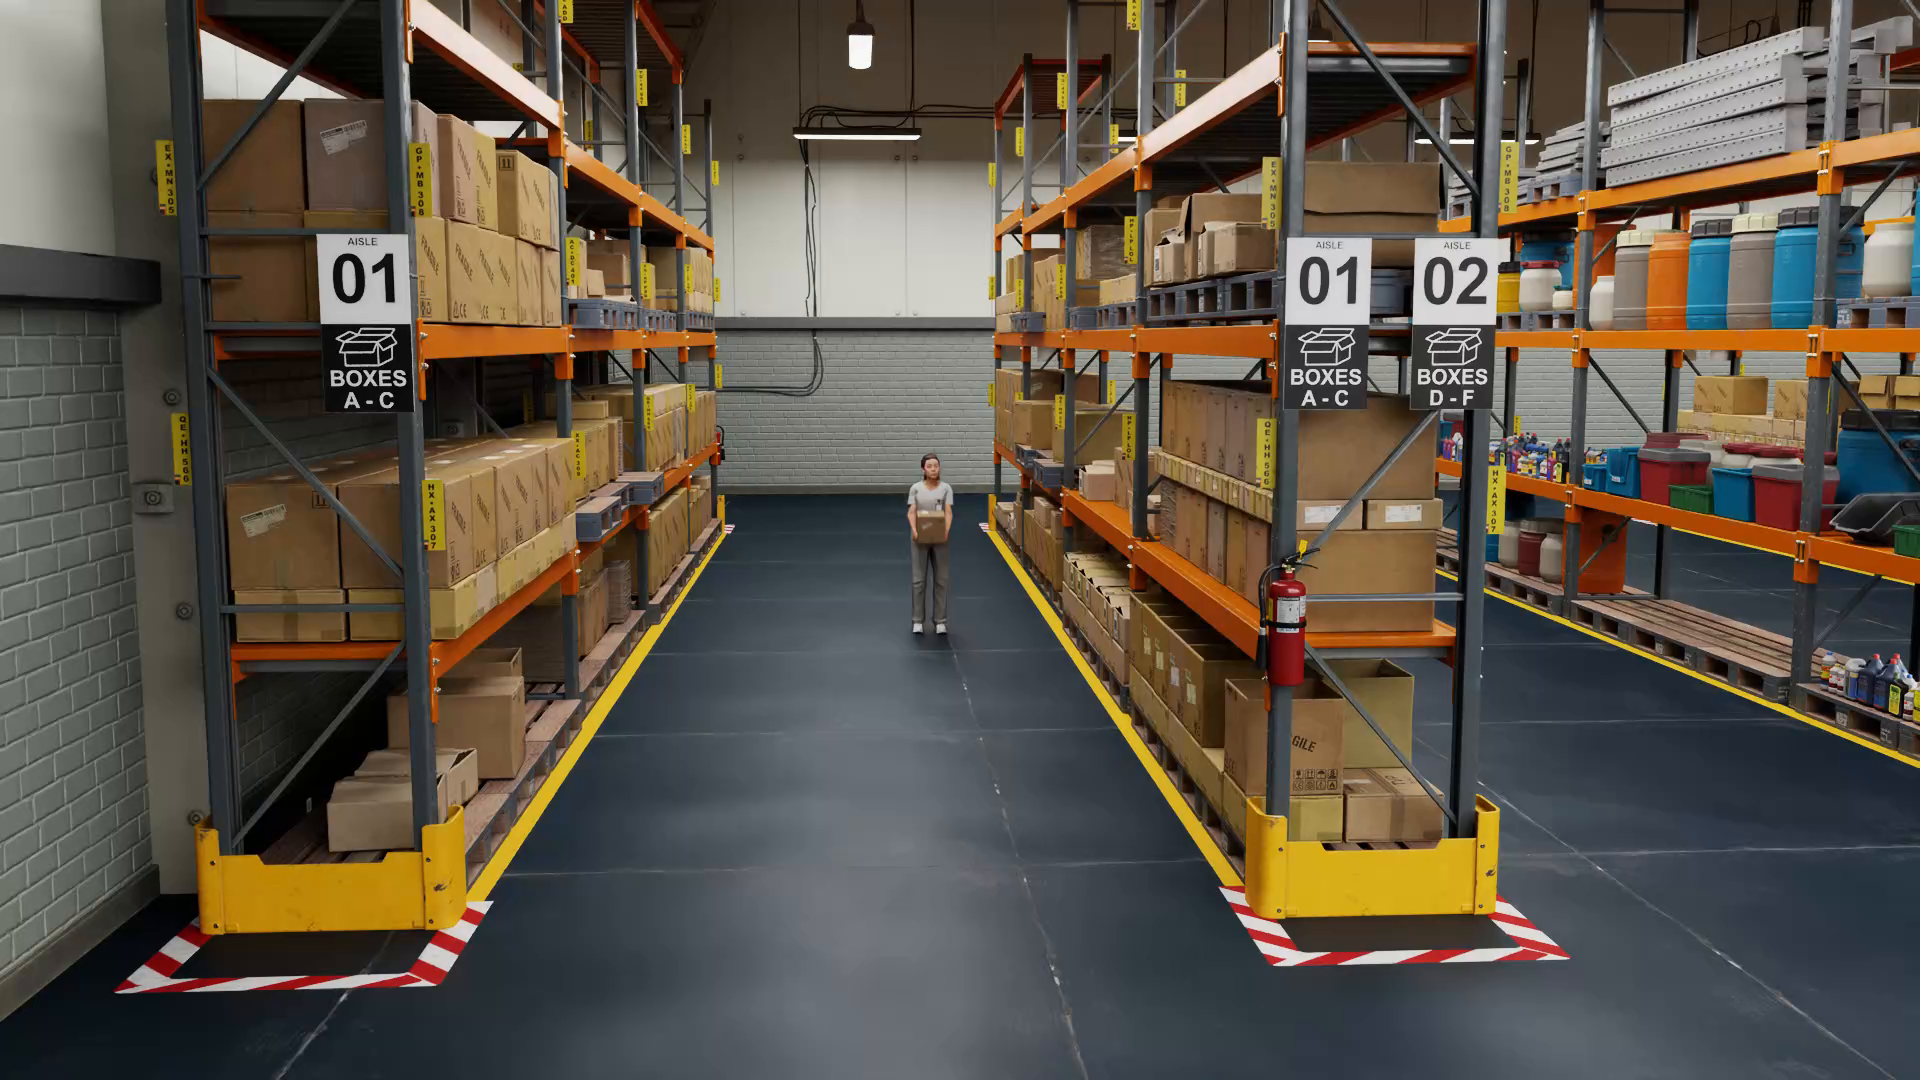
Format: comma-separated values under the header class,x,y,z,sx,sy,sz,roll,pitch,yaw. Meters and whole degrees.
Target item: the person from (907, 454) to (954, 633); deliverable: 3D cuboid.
class,x,y,z,sx,sy,sz,roll,pitch,yaw
person,-0.274,0.036,15.511,0.436,1.666,0.554,0,7,-3
